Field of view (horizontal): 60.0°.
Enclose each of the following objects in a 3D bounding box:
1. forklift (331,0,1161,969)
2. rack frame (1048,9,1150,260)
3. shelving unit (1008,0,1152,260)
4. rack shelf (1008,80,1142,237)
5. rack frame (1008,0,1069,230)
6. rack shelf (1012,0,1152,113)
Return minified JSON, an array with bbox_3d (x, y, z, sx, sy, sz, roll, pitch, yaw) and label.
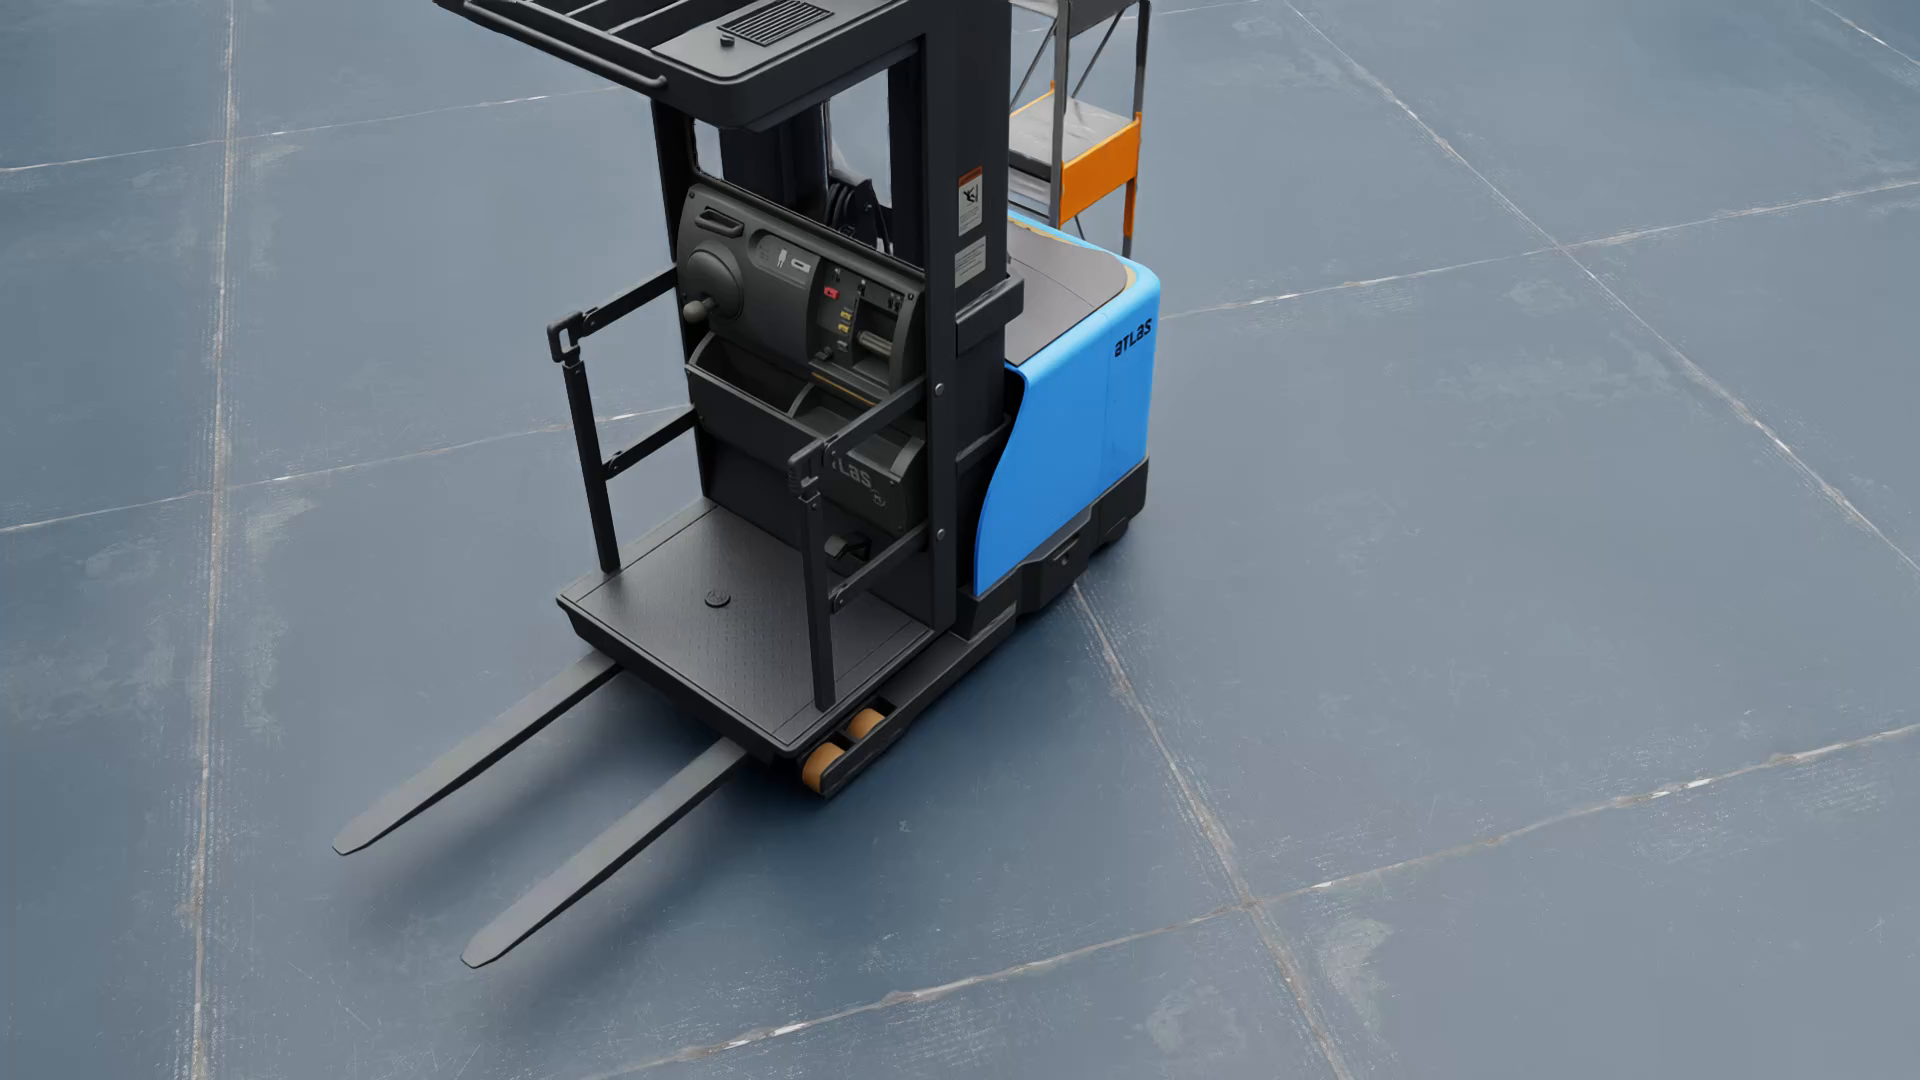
[{"bbox_3d":[-0.626,-0.665,4.783,1.130,2.935,3.031,29,49,29],"label":"forklift"},{"bbox_3d":[0.509,-1.462,6.328,0.400,2.100,0.015,29,49,29],"label":"rack frame"},{"bbox_3d":[0.353,-1.339,6.187,0.431,2.100,0.503,29,49,29],"label":"shelving unit"},{"bbox_3d":[0.353,-1.329,6.196,0.431,0.518,0.480,29,49,29],"label":"rack shelf"},{"bbox_3d":[0.197,-1.215,6.045,0.400,2.100,0.015,29,49,29],"label":"rack frame"},{"bbox_3d":[0.353,-1.856,5.735,0.431,0.518,0.480,29,49,29],"label":"rack shelf"}]
